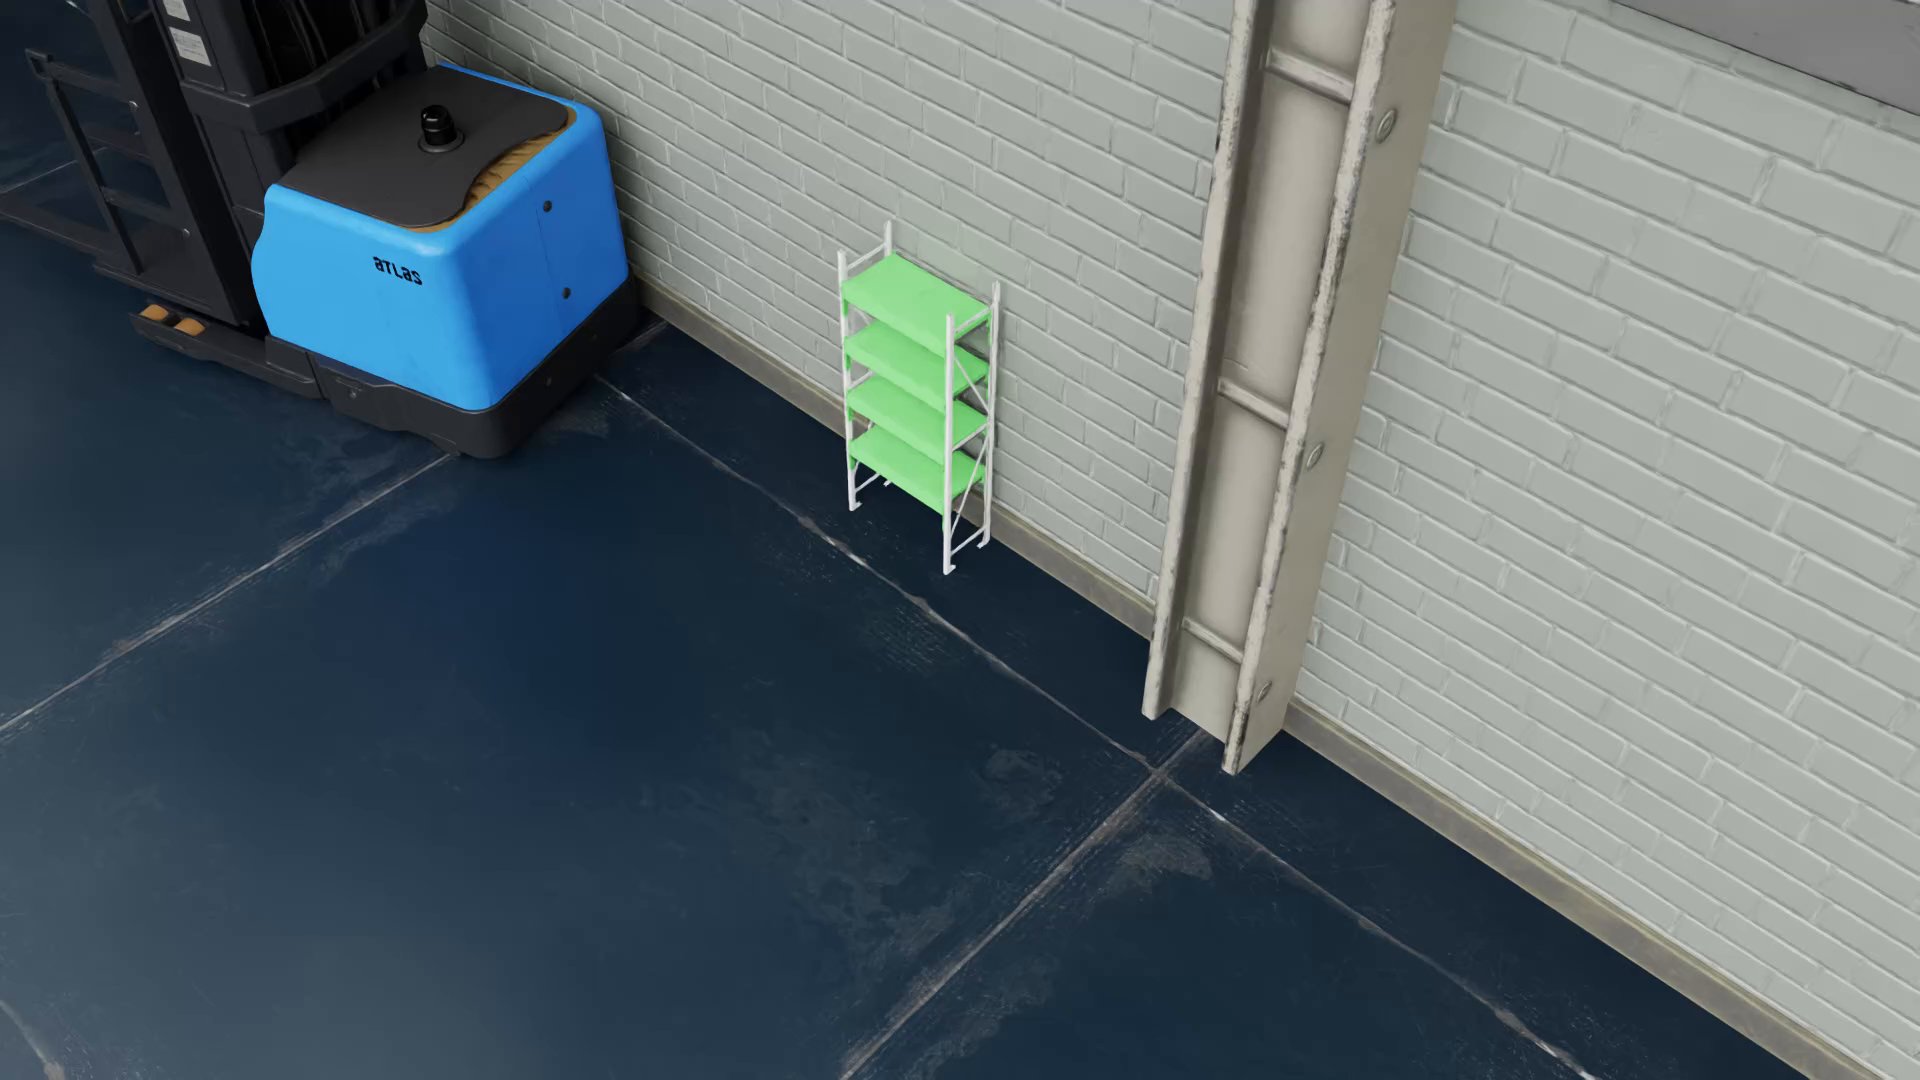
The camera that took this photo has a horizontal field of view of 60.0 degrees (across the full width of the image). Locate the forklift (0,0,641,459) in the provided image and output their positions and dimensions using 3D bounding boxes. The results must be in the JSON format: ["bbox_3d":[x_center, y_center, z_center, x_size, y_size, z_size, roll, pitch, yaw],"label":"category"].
[{"bbox_3d":[-2.898,-2.084,6.197,3.031,2.935,1.130,20,50,18],"label":"forklift"}]

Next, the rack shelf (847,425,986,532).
[{"bbox_3d":[-0.151,-0.262,6.086,0.480,0.148,0.258,33,54,27],"label":"rack shelf"}]

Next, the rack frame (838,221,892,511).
[{"bbox_3d":[-0.327,-0.593,5.980,0.015,1.200,0.240,33,54,27],"label":"rack frame"}]

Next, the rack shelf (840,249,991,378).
[{"bbox_3d":[-0.140,-0.764,5.569,0.480,0.148,0.258,33,54,27],"label":"rack shelf"}]

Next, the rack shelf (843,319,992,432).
[{"bbox_3d":[-0.144,-0.597,5.741,0.480,0.148,0.258,33,54,27],"label":"rack shelf"}]

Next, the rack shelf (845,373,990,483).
[{"bbox_3d":[-0.148,-0.429,5.913,0.480,0.148,0.258,33,54,27],"label":"rack shelf"}]

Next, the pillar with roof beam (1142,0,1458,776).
[{"bbox_3d":[-2.052,-0.169,0.236,0.400,9.000,9.100,34,55,28],"label":"pillar with roof beam"}]

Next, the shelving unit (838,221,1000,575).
[{"bbox_3d":[-0.147,-0.474,5.868,0.503,1.200,0.258,33,54,27],"label":"shelving unit"}]

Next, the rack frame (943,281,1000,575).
[{"bbox_3d":[0.034,-0.354,5.756,0.015,1.200,0.240,33,54,27],"label":"rack frame"}]
